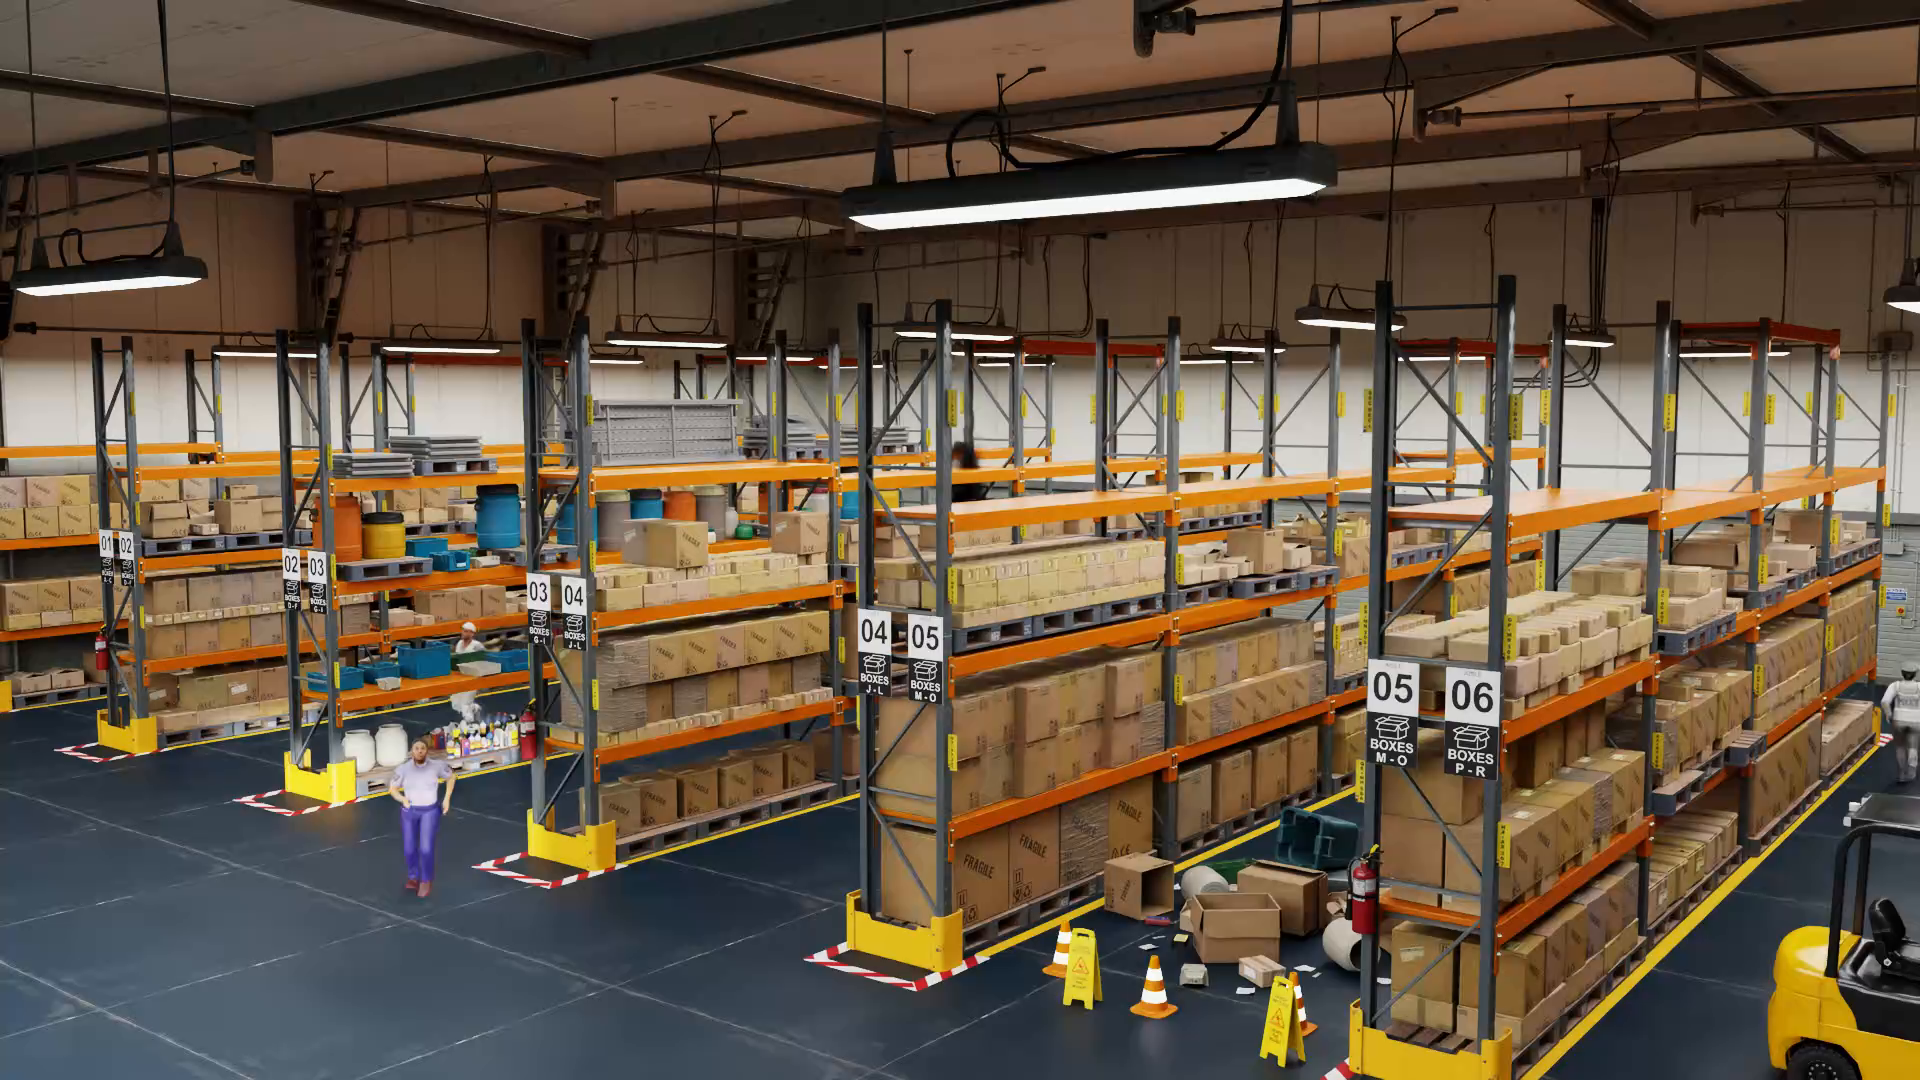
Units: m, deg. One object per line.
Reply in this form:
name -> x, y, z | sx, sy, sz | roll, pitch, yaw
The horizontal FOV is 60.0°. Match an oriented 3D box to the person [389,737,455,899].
person -> -5.566, 2.874, 17.185 | 0.623, 1.642, 0.678 | -1, 5, -7

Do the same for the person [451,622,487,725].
person -> -7.423, 2.112, 25.203 | 0.657, 1.743, 0.605 | 3, 6, 27

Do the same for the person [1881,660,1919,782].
person -> 12.502, 2.432, 21.975 | 0.607, 1.663, 0.769 | 3, 6, 28
